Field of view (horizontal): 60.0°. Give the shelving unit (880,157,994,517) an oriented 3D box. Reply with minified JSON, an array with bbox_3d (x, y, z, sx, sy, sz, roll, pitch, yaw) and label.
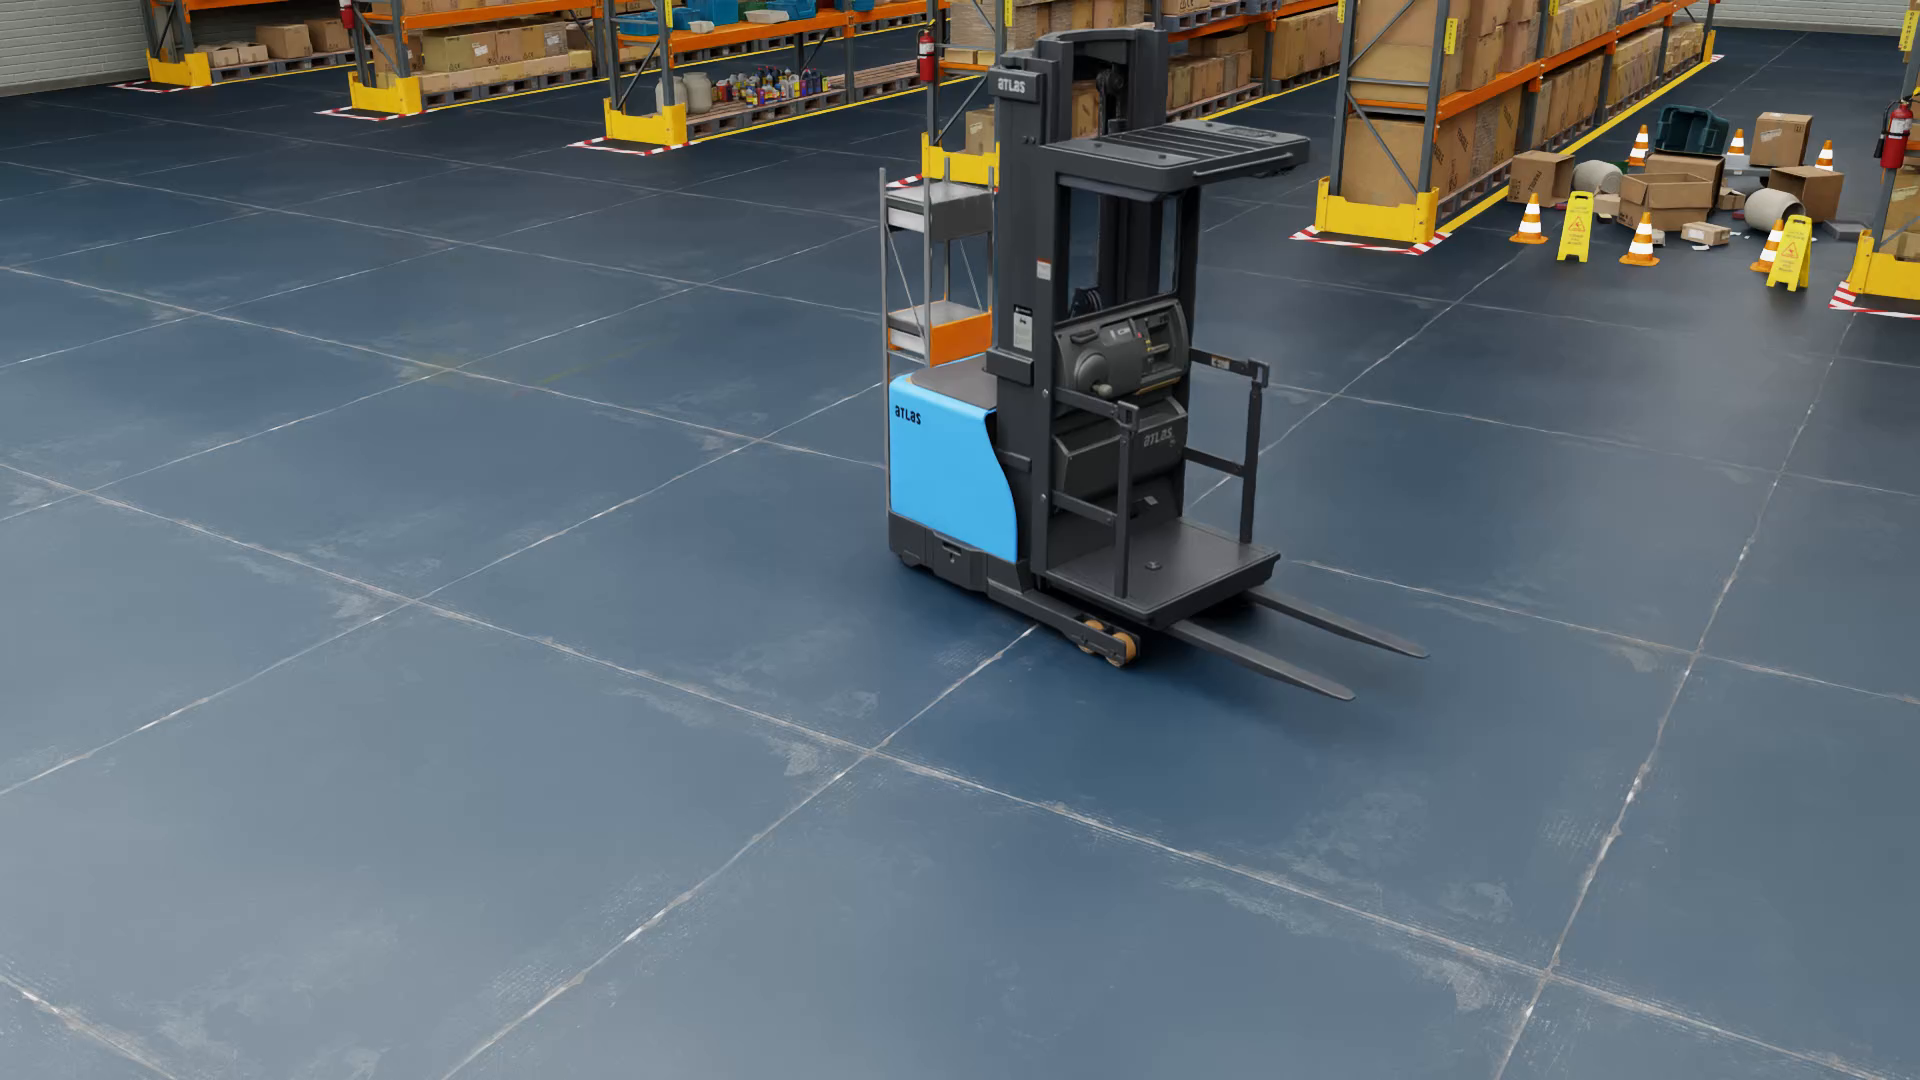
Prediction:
[{"bbox_3d":[-0.127,-1.114,9.681,0.503,2.100,0.431,-20,31,-39],"label":"shelving unit"}]

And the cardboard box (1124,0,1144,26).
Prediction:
[{"bbox_3d":[1.893,-6.981,21.600,0.875,0.500,0.500,14,27,29],"label":"cardboard box"}]

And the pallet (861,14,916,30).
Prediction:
[{"bbox_3d":[-1.648,-10.667,34.124,1.003,0.211,1.213,14,27,29],"label":"pallet"}]

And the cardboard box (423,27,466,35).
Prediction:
[{"bbox_3d":[-7.796,-7.524,25.342,0.500,0.500,0.500,14,27,29],"label":"cardboard box"}]

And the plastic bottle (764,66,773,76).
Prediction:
[{"bbox_3d":[-2.803,-6.776,24.407,0.144,0.351,0.185,15,27,30],"label":"plastic bottle"}]

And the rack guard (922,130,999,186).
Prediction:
[{"bbox_3d":[0.113,-4.466,19.437,1.175,0.500,0.348,14,27,29],"label":"rack guard"}]

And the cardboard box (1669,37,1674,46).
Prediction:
[{"bbox_3d":[11.326,-8.063,26.911,0.380,0.149,0.250,13,27,28],"label":"cardboard box"}]

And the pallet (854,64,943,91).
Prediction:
[{"bbox_3d":[-1.001,-7.382,26.537,1.003,0.211,1.213,14,27,29],"label":"pallet"}]

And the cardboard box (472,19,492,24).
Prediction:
[{"bbox_3d":[-9.276,-9.879,31.388,0.700,0.500,0.500,14,27,29],"label":"cardboard box"}]

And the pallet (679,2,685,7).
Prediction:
[{"bbox_3d":[-5.754,-11.712,36.539,1.003,0.211,1.213,14,27,29],"label":"pallet"}]

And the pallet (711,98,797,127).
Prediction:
[{"bbox_3d":[-3.057,-6.064,23.493,1.003,0.211,1.213,14,27,29],"label":"pallet"}]

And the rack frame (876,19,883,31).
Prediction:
[{"bbox_3d":[-2.011,-11.715,33.035,1.000,3.000,0.127,14,27,29],"label":"rack frame"}]

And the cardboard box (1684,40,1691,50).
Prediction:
[{"bbox_3d":[11.952,-8.261,27.743,0.380,0.149,0.250,15,28,32],"label":"cardboard box"}]

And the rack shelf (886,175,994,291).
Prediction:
[{"bbox_3d":[-0.127,-1.744,9.408,0.480,0.518,0.431,-20,31,-39],"label":"rack shelf"}]

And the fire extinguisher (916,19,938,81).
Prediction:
[{"bbox_3d":[-0.379,-5.610,19.030,0.296,0.674,0.183,14,27,29],"label":"fire extinguisher"}]

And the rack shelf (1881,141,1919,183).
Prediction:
[{"bbox_3d":[9.547,-3.855,15.786,1.077,0.370,4.000,14,27,29],"label":"rack shelf"}]

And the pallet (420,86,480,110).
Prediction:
[{"bbox_3d":[-7.973,-6.652,24.850,1.003,0.211,1.213,14,27,29],"label":"pallet"}]

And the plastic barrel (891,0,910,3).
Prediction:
[{"bbox_3d":[-0.947,-8.562,25.582,0.433,0.535,0.433,0,23,0],"label":"plastic barrel"}]

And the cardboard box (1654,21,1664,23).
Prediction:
[{"bbox_3d":[12.108,-8.966,28.996,0.380,0.149,0.250,13,26,27],"label":"cardboard box"}]

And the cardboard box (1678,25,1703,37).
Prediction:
[{"bbox_3d":[12.399,-8.653,28.273,0.380,0.149,0.250,13,27,28],"label":"cardboard box"}]

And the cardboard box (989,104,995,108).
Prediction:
[{"bbox_3d":[0.703,-5.049,20.255,0.500,0.500,0.500,-20,31,-39],"label":"cardboard box"}]

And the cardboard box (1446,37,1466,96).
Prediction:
[{"bbox_3d":[4.662,-4.908,17.122,0.875,0.550,0.550,14,27,29],"label":"cardboard box"}]

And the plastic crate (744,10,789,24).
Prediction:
[{"bbox_3d":[-2.666,-7.253,23.061,0.530,0.136,0.437,14,27,29],"label":"plastic crate"}]

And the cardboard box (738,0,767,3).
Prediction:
[{"bbox_3d":[-3.801,-10.148,31.065,0.500,0.250,0.500,15,28,31],"label":"cardboard box"}]

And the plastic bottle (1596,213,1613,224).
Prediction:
[{"bbox_3d":[6.782,-3.394,17.514,0.133,0.061,0.283,5,24,11],"label":"plastic bottle"}]

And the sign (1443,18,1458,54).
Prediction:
[{"bbox_3d":[4.702,-4.829,15.940,0.100,0.325,0.005,14,27,29],"label":"sign"}]

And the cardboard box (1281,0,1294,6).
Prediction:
[{"bbox_3d":[4.780,-8.440,25.345,0.500,0.500,0.500,15,27,30],"label":"cardboard box"}]

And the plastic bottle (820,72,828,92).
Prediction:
[{"bbox_3d":[-1.998,-6.699,24.315,0.061,0.283,0.133,15,28,32],"label":"plastic bottle"}]

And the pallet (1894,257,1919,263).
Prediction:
[{"bbox_3d":[8.991,-2.523,15.313,1.003,0.211,1.213,14,27,29],"label":"pallet"}]

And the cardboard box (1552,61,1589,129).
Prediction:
[{"bbox_3d":[7.597,-5.892,21.887,1.050,0.750,0.750,14,27,30],"label":"cardboard box"}]

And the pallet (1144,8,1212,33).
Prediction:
[{"bbox_3d":[2.710,-7.077,22.563,1.003,0.211,1.213,14,27,29],"label":"pallet"}]

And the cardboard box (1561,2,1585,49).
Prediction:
[{"bbox_3d":[7.381,-6.370,20.562,0.500,0.500,0.500,14,27,29],"label":"cardboard box"}]

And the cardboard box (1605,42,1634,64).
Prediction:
[{"bbox_3d":[9.290,-6.957,23.718,0.500,0.250,0.500,13,27,28],"label":"cardboard box"}]

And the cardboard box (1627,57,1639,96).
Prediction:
[{"bbox_3d":[9.572,-6.789,24.275,0.500,0.500,0.500,13,27,28],"label":"cardboard box"}]

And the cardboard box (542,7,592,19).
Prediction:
[{"bbox_3d":[-7.832,-10.828,33.165,0.750,0.750,0.750,13,27,28],"label":"cardboard box"}]

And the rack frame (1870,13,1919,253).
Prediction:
[{"bbox_3d":[8.492,-3.511,14.084,1.000,3.000,0.127,14,27,29],"label":"rack frame"}]

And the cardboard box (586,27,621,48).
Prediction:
[{"bbox_3d":[-5.801,-8.290,27.351,0.500,0.311,0.500,14,27,29],"label":"cardboard box"}]

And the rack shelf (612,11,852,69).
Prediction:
[{"bbox_3d":[-3.080,-6.970,22.981,1.077,0.370,4.000,14,27,29],"label":"rack shelf"}]

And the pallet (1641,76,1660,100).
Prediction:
[{"bbox_3d":[10.154,-7.021,25.703,1.003,0.211,1.213,14,27,29],"label":"pallet"}]

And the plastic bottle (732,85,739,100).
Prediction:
[{"bbox_3d":[-3.193,-6.361,23.637,0.097,0.201,0.097,0,23,0],"label":"plastic bottle"}]

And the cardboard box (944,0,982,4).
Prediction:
[{"bbox_3d":[0.153,-6.466,19.152,0.500,0.500,0.500,14,27,29],"label":"cardboard box"}]

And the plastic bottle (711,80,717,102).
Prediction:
[{"bbox_3d":[-3.492,-6.336,23.475,0.061,0.283,0.133,15,27,30],"label":"plastic bottle"}]

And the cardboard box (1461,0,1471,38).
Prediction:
[{"bbox_3d":[4.674,-5.400,16.901,0.875,0.550,0.550,14,27,29],"label":"cardboard box"}]

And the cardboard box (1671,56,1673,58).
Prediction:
[{"bbox_3d":[11.347,-7.785,27.017,0.380,0.149,0.250,13,27,28],"label":"cardboard box"}]

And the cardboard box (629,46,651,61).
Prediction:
[{"bbox_3d":[-5.537,-8.202,27.853,0.500,0.250,0.500,15,27,30],"label":"cardboard box"}]

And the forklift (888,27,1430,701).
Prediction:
[{"bbox_3d":[0.969,-0.945,8.244,1.130,2.935,3.031,-20,31,-39],"label":"forklift"}]

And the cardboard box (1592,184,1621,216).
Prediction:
[{"bbox_3d":[7.001,-3.643,17.831,0.396,0.266,0.258,20,30,38],"label":"cardboard box"}]

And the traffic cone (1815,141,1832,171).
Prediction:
[{"bbox_3d":[10.067,-4.408,19.351,0.336,0.463,0.334,14,27,29],"label":"traffic cone"}]

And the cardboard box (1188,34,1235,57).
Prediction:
[{"bbox_3d":[3.694,-7.273,24.423,0.500,0.250,0.500,17,29,35],"label":"cardboard box"}]

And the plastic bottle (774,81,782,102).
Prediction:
[{"bbox_3d":[-2.573,-6.340,23.499,0.097,0.271,0.097,0,23,0],"label":"plastic bottle"}]

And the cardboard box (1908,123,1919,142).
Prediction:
[{"bbox_3d":[8.508,-3.566,14.529,0.380,0.149,0.250,15,28,31],"label":"cardboard box"}]

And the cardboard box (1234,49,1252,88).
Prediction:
[{"bbox_3d":[3.956,-7.112,24.995,0.700,0.500,0.500,12,26,26],"label":"cardboard box"}]

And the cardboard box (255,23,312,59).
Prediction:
[{"bbox_3d":[-11.380,-8.400,27.972,0.700,0.500,0.500,12,26,26],"label":"cardboard box"}]

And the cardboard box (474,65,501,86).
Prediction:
[{"bbox_3d":[-7.344,-7.068,25.234,0.500,0.250,0.500,14,27,29],"label":"cardboard box"}]

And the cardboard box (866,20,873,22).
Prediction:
[{"bbox_3d":[-2.028,-10.543,32.921,0.500,0.500,0.500,14,27,29],"label":"cardboard box"}]
